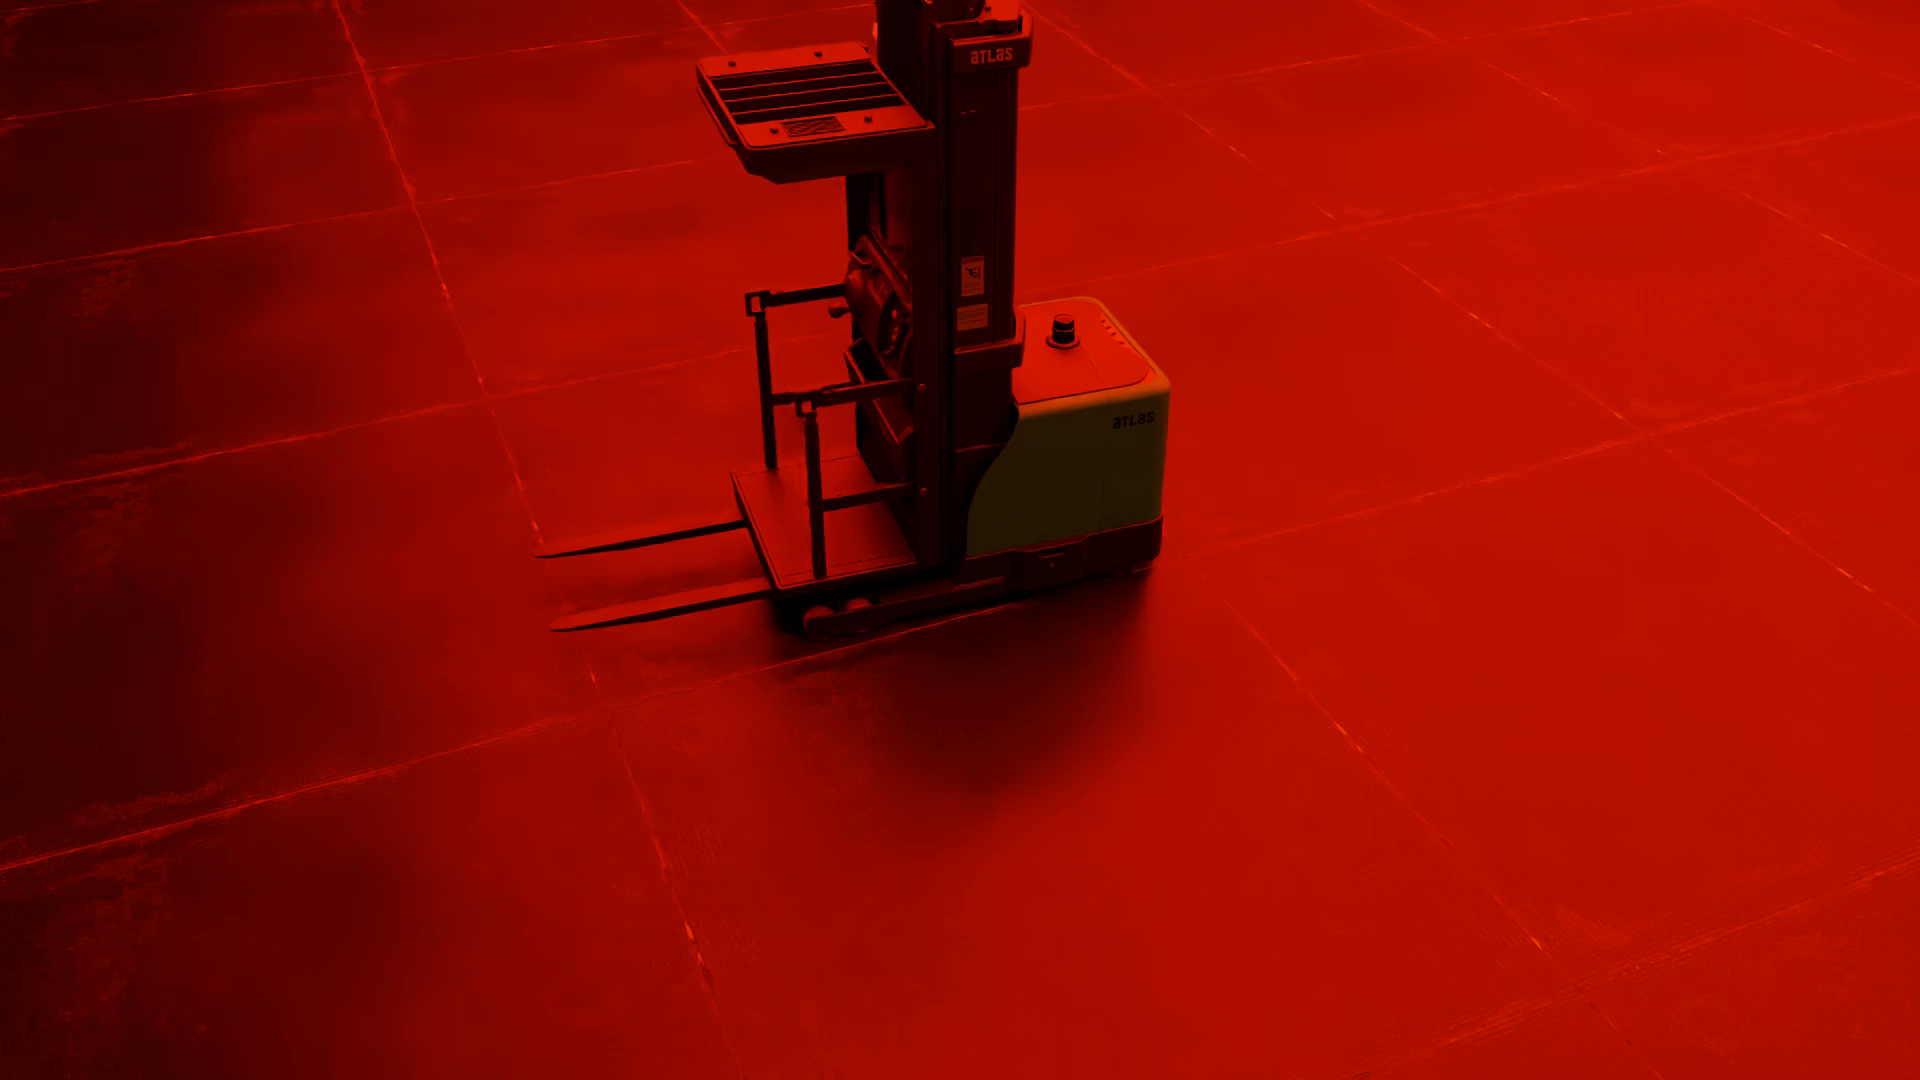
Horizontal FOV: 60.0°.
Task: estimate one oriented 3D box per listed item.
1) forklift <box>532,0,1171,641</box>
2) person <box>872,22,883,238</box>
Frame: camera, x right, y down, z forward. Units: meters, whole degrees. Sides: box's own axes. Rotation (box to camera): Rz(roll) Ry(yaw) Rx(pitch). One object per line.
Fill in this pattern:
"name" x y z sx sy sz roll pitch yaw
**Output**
"forklift" -0.560 -1.057 7.585 3.031 2.935 1.130 -11 37 -15
"person" -0.401 -2.529 10.767 0.530 1.716 0.469 -3 36 -4
